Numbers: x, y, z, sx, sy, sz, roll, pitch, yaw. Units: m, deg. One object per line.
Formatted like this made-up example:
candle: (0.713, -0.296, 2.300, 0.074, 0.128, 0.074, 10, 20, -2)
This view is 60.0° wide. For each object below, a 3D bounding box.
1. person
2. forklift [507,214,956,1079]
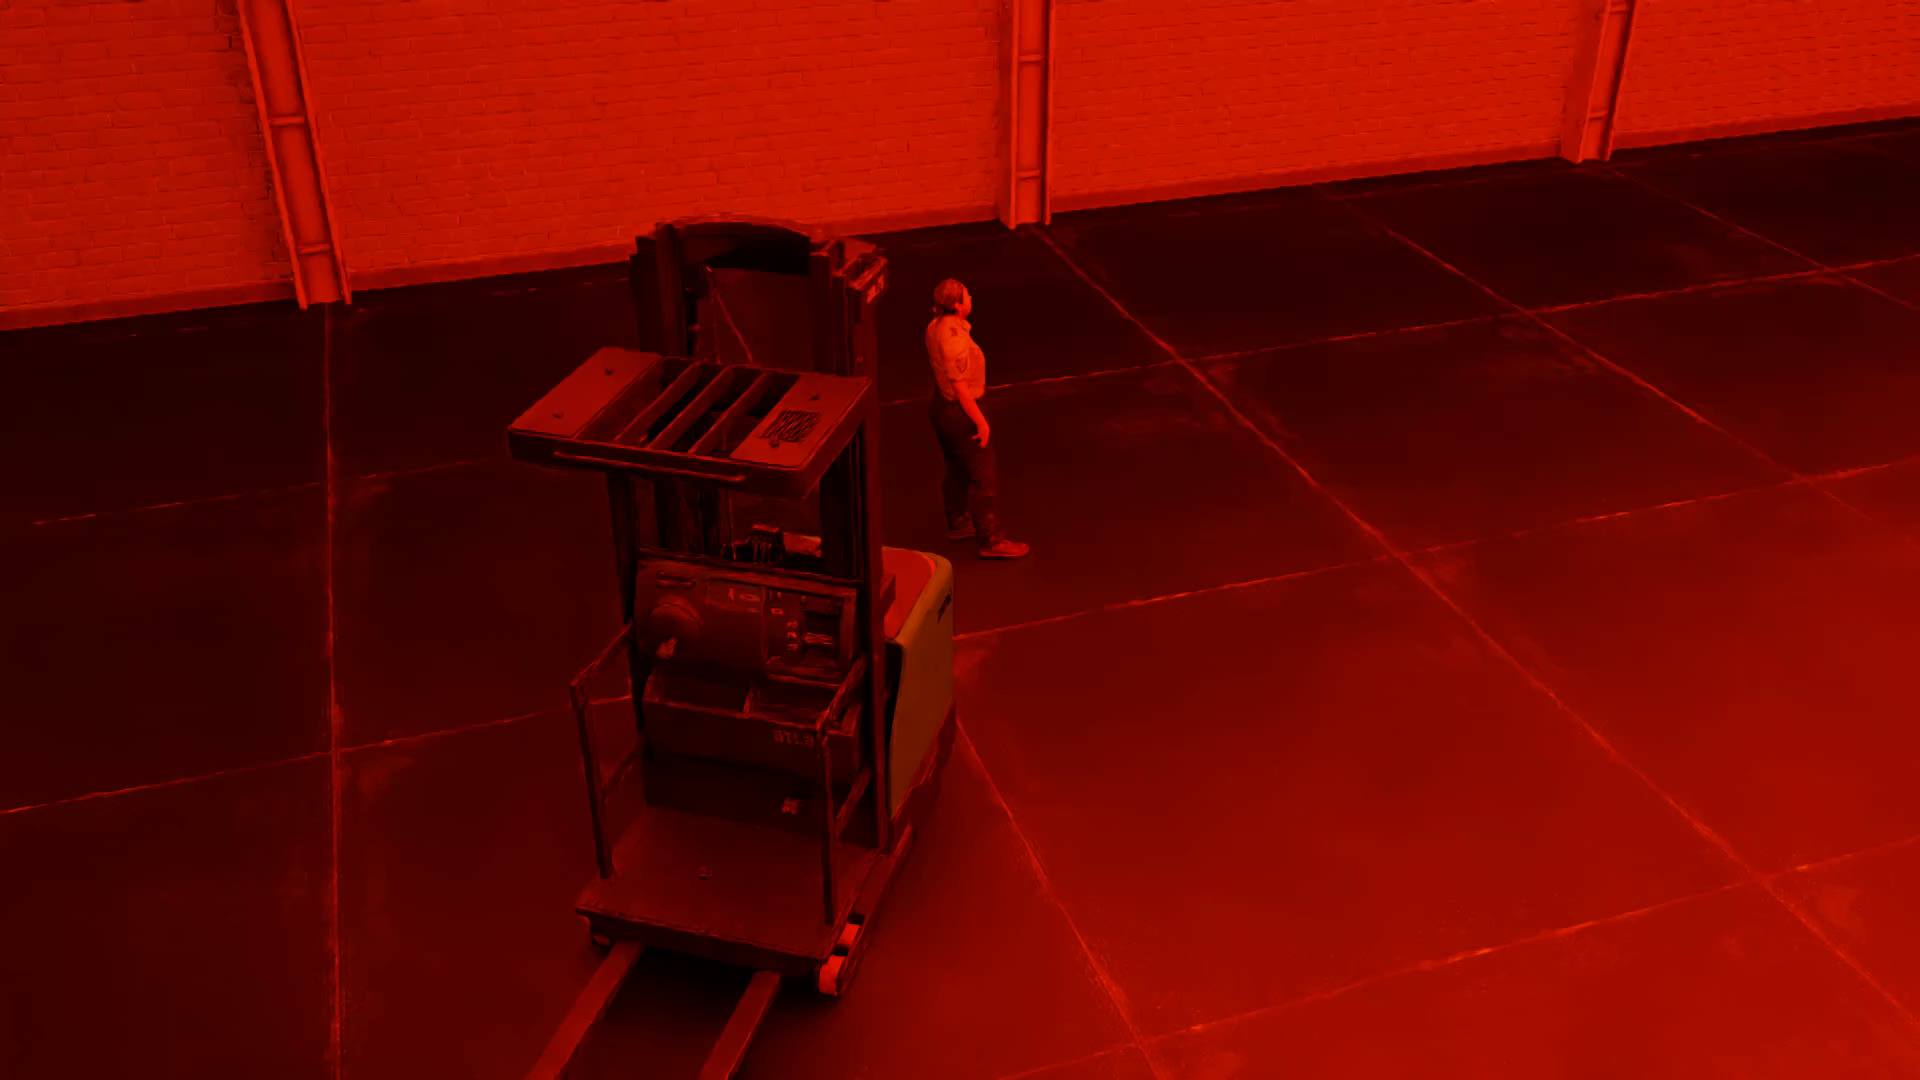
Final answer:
person: (0.092, -0.724, 9.618, 0.502, 1.650, 0.599, -10, 31, -16)
forklift: (-0.916, 0.370, 6.444, 1.130, 2.935, 3.031, 8, 31, 14)
